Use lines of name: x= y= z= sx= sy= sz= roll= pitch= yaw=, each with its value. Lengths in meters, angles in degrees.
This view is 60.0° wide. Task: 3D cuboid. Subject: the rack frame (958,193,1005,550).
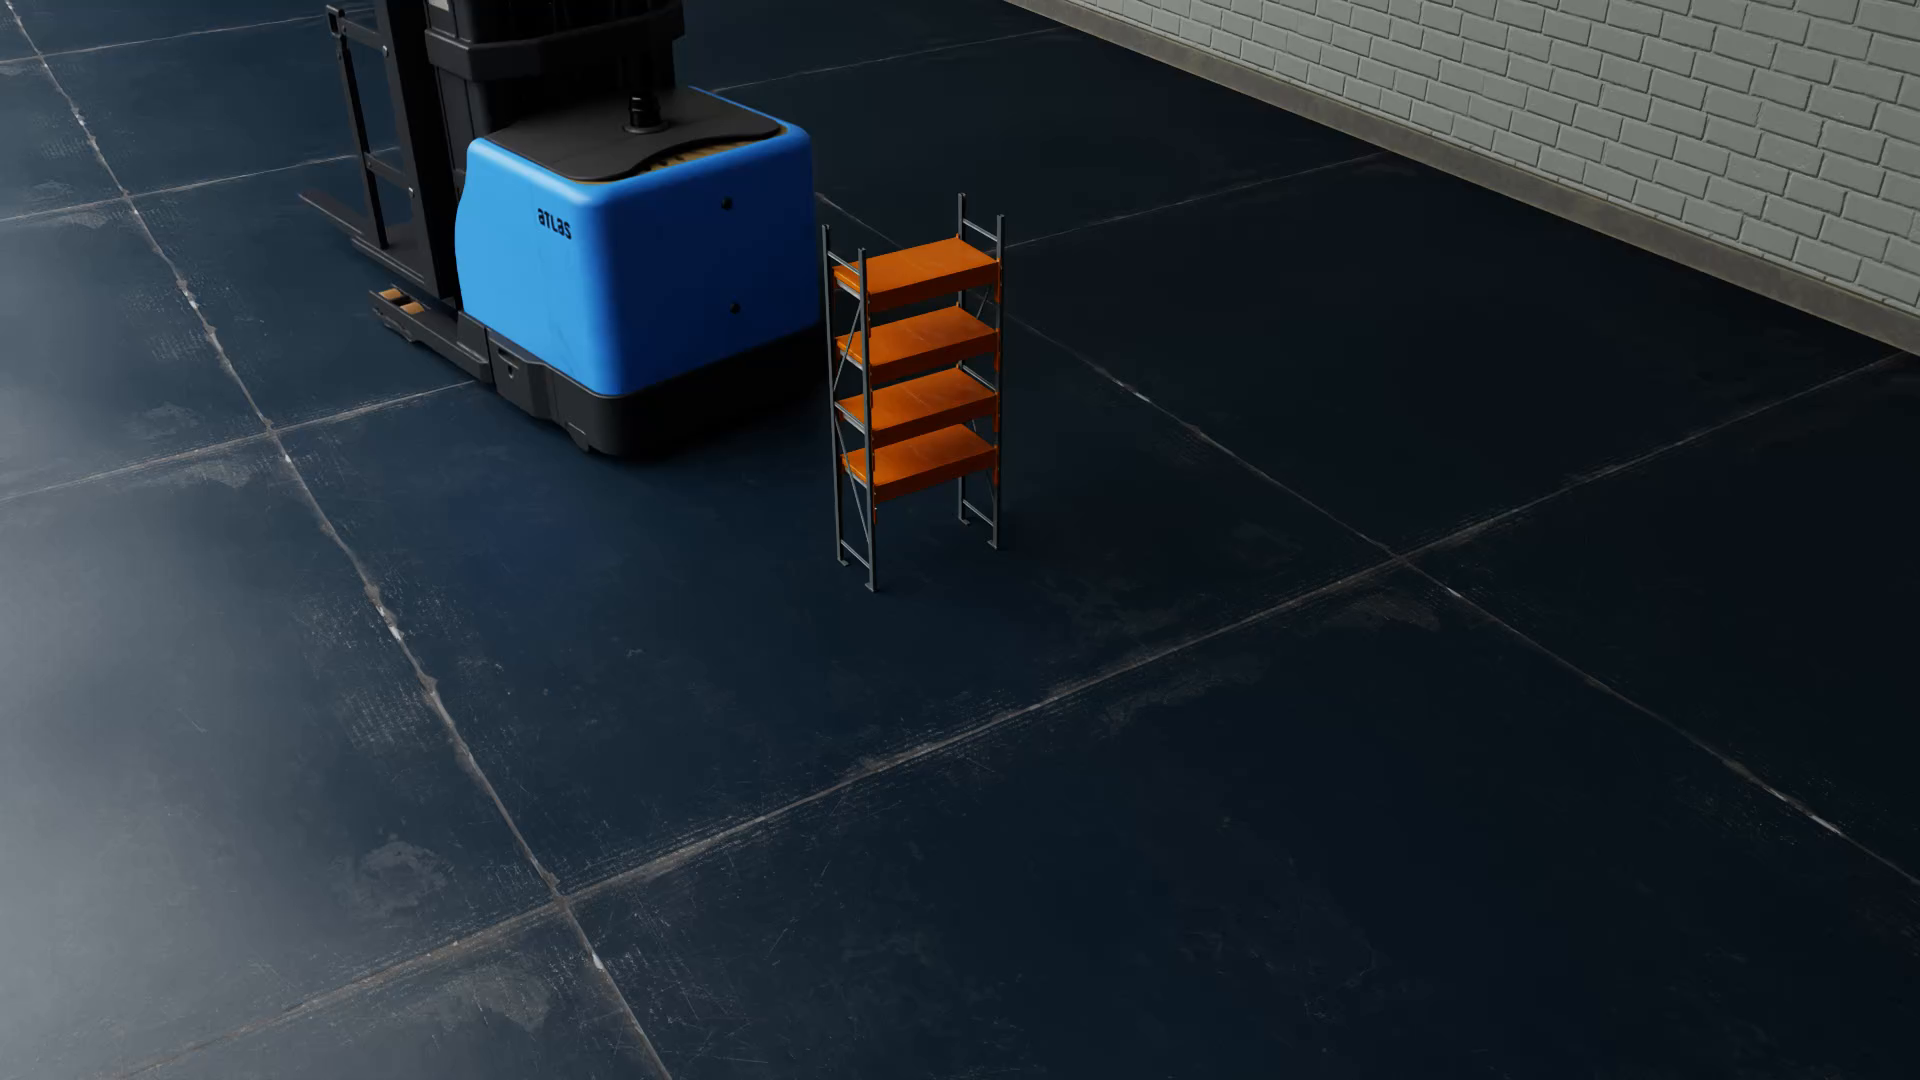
rack frame: x=0.066 y=-0.530 z=5.466 sx=0.015 sy=1.200 sz=0.240 roll=-19 pitch=37 yaw=-27

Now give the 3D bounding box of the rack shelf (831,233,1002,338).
rack shelf: x=-0.139 y=-0.792 z=5.144 sx=0.480 sy=0.148 sz=0.258 roll=-19 pitch=37 yaw=-27

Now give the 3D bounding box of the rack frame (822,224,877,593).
rack frame: x=-0.344 y=-0.389 z=5.242 sx=0.015 sy=1.200 sz=0.240 roll=-19 pitch=37 yaw=-27

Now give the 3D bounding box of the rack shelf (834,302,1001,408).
rack shelf: x=-0.139 y=-0.592 z=5.271 sx=0.480 sy=0.148 sz=0.258 roll=-19 pitch=37 yaw=-27

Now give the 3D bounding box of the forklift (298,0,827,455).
forklift: x=-1.902 y=-2.247 z=6.565 sx=1.130 sy=2.935 sz=3.031 roll=-26 pitch=41 yaw=-35

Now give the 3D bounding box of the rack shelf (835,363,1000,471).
rack shelf: x=-0.139 y=-0.403 z=5.390 sx=0.480 sy=0.148 sz=0.258 roll=-19 pitch=37 yaw=-27

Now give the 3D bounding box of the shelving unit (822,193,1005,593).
shelving unit: x=-0.139 y=-0.460 z=5.354 sx=0.503 sy=1.200 sz=0.258 roll=-19 pitch=37 yaw=-27

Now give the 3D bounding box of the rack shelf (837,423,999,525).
rack shelf: x=-0.139 y=-0.235 z=5.496 sx=0.480 sy=0.148 sz=0.258 roll=-19 pitch=37 yaw=-27
